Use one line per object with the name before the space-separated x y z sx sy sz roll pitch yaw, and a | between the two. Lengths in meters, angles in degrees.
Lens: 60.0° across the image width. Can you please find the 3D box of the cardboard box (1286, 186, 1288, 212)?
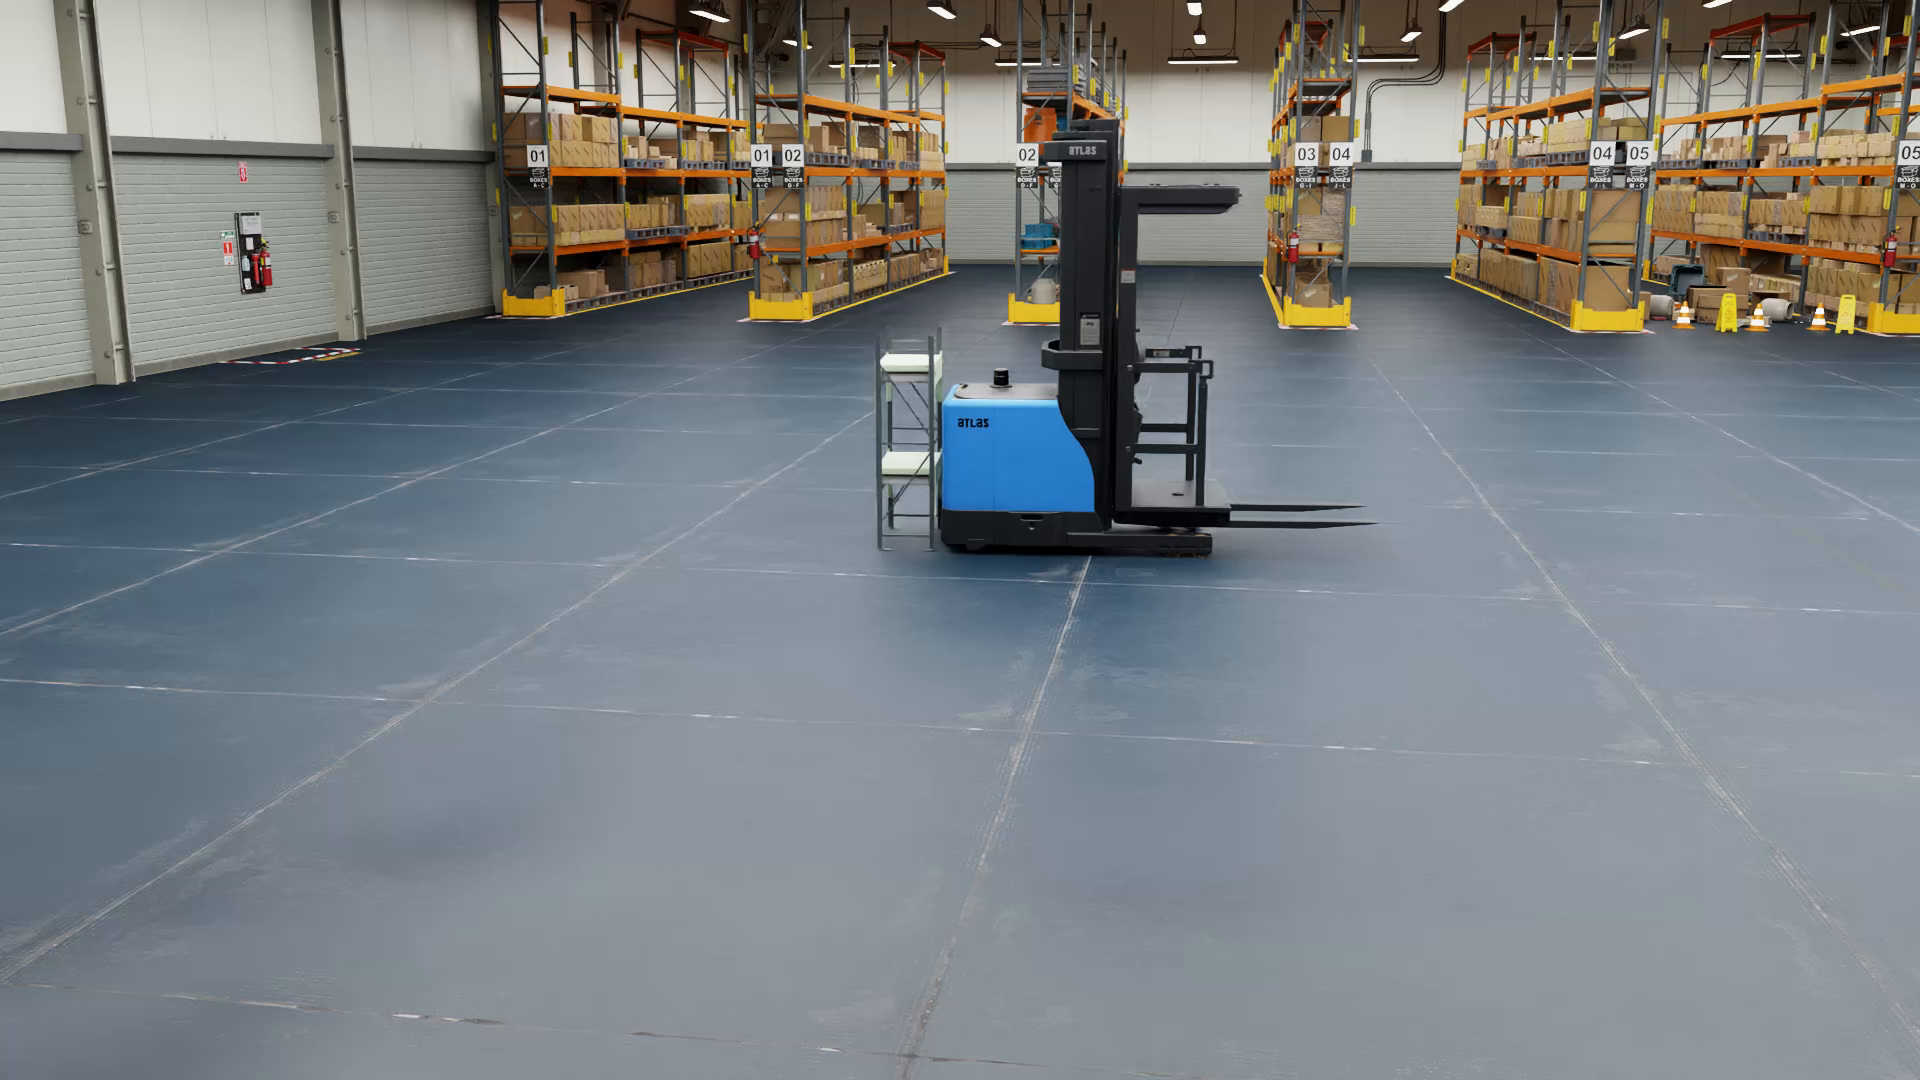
cardboard box | 6.633 -6.659 32.458 0.500 0.500 0.500 2 12 9

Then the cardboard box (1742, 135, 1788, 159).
cardboard box | 17.345 -8.483 35.874 0.797 0.503 0.637 1 12 5

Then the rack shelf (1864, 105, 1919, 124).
rack shelf | 23.264 -10.346 40.355 1.077 0.370 4.000 2 12 9

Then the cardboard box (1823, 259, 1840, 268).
cardboard box | 16.307 -5.145 30.955 0.380 0.149 0.250 2 12 11

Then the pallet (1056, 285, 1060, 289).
pallet | 2.592 -5.636 37.644 1.003 0.211 1.213 2 12 9

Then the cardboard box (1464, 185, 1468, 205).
cardboard box | 13.255 -8.868 42.704 0.500 0.500 0.500 2 12 7

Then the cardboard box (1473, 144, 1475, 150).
cardboard box | 13.114 -9.879 41.818 0.380 0.149 0.250 2 12 8

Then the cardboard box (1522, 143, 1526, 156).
cardboard box | 12.123 -8.216 35.000 0.500 0.250 0.500 2 12 10

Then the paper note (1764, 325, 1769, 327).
paper note | 14.384 -3.822 29.656 0.148 0.019 0.142 -2 12 -11

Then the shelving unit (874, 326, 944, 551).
shelving unit | -0.355 -0.737 11.852 0.431 1.500 0.755 1 12 4

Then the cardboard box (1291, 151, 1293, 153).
cardboard box | 6.355 -7.260 30.849 0.380 0.149 0.250 1 12 6

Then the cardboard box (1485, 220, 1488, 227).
cardboard box | 12.392 -7.341 38.534 0.380 0.149 0.250 1 12 6

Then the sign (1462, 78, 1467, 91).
sign | 13.223 -11.928 43.575 0.100 0.325 0.005 2 12 9

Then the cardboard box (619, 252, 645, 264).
cardboard box | -7.417 -6.361 37.499 0.500 0.250 0.500 2 12 7

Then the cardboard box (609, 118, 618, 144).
cardboard box | -7.464 -8.548 34.760 0.500 0.500 0.500 1 12 4

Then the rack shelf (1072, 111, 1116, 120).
rack shelf | 3.057 -9.961 39.511 1.077 0.370 4.000 2 12 9

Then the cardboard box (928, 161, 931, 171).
cardboard box | -1.050 -9.847 43.802 0.500 0.250 0.500 2 12 9

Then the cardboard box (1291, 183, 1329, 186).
cardboard box | 7.289 -6.825 34.123 1.000 1.000 1.000 2 12 9

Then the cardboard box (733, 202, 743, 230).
cardboard box | -6.325 -8.572 43.936 0.980 0.700 0.700 2 12 10

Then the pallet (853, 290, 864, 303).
pallet | -2.685 -5.279 35.989 1.003 0.211 1.213 2 12 9

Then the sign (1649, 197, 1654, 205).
sign | 18.119 -8.824 43.575 0.100 0.325 0.005 2 12 9

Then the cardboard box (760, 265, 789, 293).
cardboard box | -3.586 -5.004 31.843 0.500 0.500 0.500 2 12 9

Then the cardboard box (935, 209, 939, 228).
cardboard box | -0.872 -8.721 45.102 0.500 0.500 0.500 2 12 9

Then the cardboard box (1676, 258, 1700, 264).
cardboard box | 18.391 -6.777 41.403 0.875 0.438 0.875 2 12 7

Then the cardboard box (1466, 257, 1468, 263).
cardboard box | 13.070 -7.108 42.216 0.380 0.149 0.250 1 12 7

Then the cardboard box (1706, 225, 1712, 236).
cardboard box | 17.550 -7.140 38.360 0.500 0.250 0.500 2 12 8

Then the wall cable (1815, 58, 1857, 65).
wall cable | 25.705 -14.968 46.884 2.988 3.039 0.133 2 12 9

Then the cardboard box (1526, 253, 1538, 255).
cardboard box | 12.874 -6.303 37.275 0.500 0.250 0.500 1 12 6

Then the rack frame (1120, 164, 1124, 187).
rack frame | 3.980 -8.824 45.820 1.000 3.000 0.127 2 12 9

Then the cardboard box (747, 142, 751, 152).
cardboard box | -5.894 -10.676 44.634 0.500 0.500 0.500 2 12 9

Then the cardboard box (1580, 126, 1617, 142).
cardboard box | 11.098 -7.055 28.906 0.500 0.250 0.500 2 12 9

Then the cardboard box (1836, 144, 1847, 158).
cardboard box | 16.322 -7.089 30.298 0.500 0.250 0.500 2 12 9

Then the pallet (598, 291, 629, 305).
pallet | -7.723 -5.143 35.358 1.003 0.211 1.213 2 12 9

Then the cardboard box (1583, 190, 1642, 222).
cardboard box | 11.394 -5.829 29.000 0.875 0.550 0.550 2 12 9

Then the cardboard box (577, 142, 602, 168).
cardboard box | -7.626 -7.838 33.837 0.500 0.500 0.500 1 12 6

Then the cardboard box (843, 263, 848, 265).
cardboard box | -2.746 -6.033 37.068 0.500 0.311 0.500 2 12 8

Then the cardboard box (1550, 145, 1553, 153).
cardboard box | 11.484 -7.463 31.746 0.380 0.149 0.250 2 12 9

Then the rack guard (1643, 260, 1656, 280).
rack guard | 18.670 -7.126 43.872 1.175 0.500 0.348 2 12 9

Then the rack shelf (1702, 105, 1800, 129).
rack shelf | 17.743 -9.479 37.276 1.077 0.370 4.000 2 12 9

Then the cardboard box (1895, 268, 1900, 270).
cardboard box | 22.807 -6.419 40.150 0.396 0.266 0.258 2 12 11

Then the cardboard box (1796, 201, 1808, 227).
cardboard box | 16.665 -6.348 32.389 0.500 0.500 0.500 2 12 8

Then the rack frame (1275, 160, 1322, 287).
rack frame | 7.644 -6.999 37.348 1.000 3.000 0.127 2 12 9

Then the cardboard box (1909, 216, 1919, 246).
cardboard box | 16.552 -5.296 28.505 0.500 0.500 0.500 2 12 8

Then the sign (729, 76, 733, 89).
sign | -5.886 -11.726 42.637 0.100 0.325 0.005 2 12 9

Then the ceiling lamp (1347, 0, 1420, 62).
ceiling lamp | 11.792 -14.927 46.040 2.000 3.185 0.800 2 12 9

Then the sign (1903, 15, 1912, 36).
sign | 15.660 -8.501 27.487 0.100 0.325 0.005 2 12 9

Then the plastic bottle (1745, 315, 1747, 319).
plastic bottle | 14.769 -4.201 31.339 0.133 0.061 0.283 4 13 18

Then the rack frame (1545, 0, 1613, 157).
rack frame | 11.914 -8.917 32.009 1.000 3.000 0.127 2 12 9

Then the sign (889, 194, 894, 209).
sign | -1.595 -7.869 38.639 0.100 0.325 0.005 2 12 9

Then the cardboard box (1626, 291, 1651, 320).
cardboard box | 12.689 -4.407 31.250 0.500 0.500 0.500 4 13 18

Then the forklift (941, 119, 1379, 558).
forklift | 1.405 -1.424 11.643 3.031 2.935 1.130 1 12 4

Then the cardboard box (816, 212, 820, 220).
cardboard box | -2.944 -6.311 32.379 0.380 0.149 0.250 1 12 7
